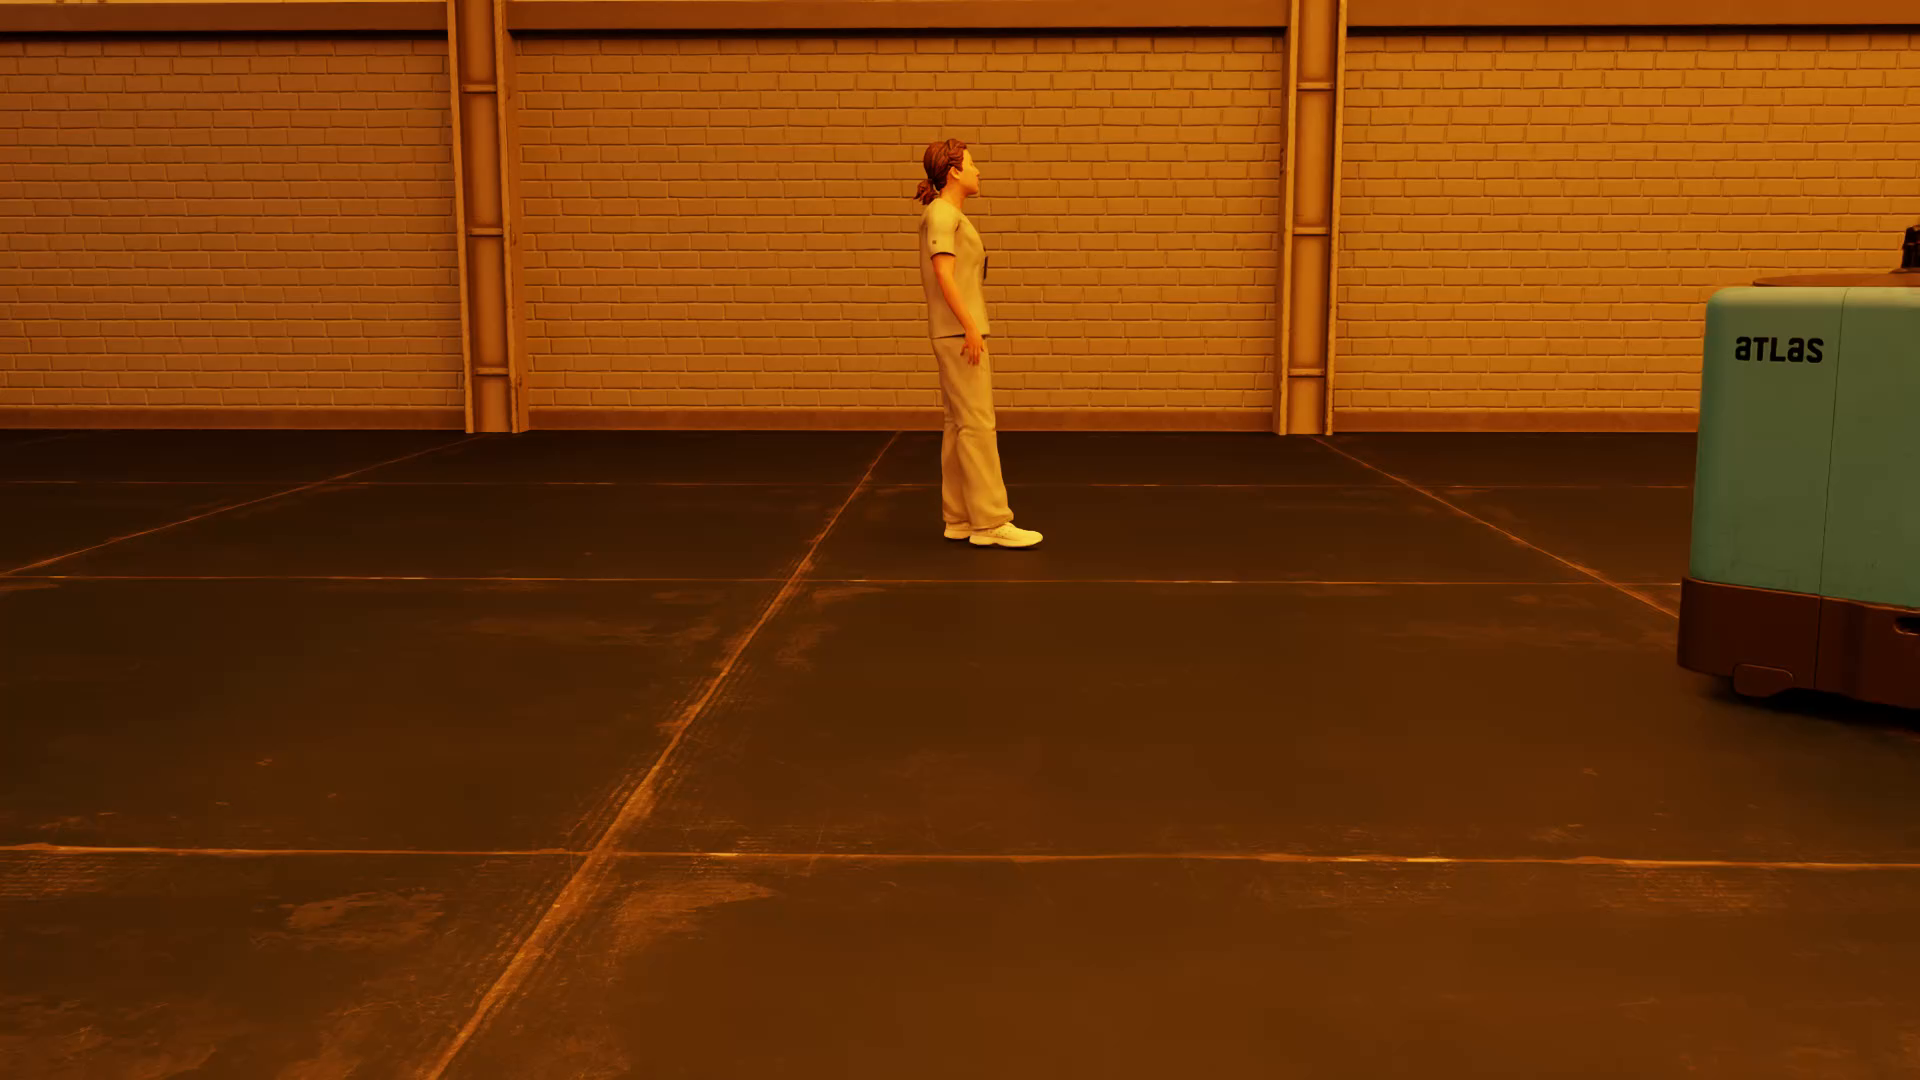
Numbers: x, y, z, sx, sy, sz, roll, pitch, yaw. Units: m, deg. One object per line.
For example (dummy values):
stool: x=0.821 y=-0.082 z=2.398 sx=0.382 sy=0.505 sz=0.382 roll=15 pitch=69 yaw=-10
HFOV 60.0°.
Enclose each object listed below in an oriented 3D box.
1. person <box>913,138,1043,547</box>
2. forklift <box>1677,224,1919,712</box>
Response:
person: x=0.073 y=-0.833 z=6.984 sx=0.549 sy=1.675 sz=0.549 roll=0 pitch=9 yaw=1
forklift: x=3.310 y=-0.932 z=3.519 sx=1.130 sy=2.935 sz=3.031 roll=-8 pitch=12 yaw=-44
